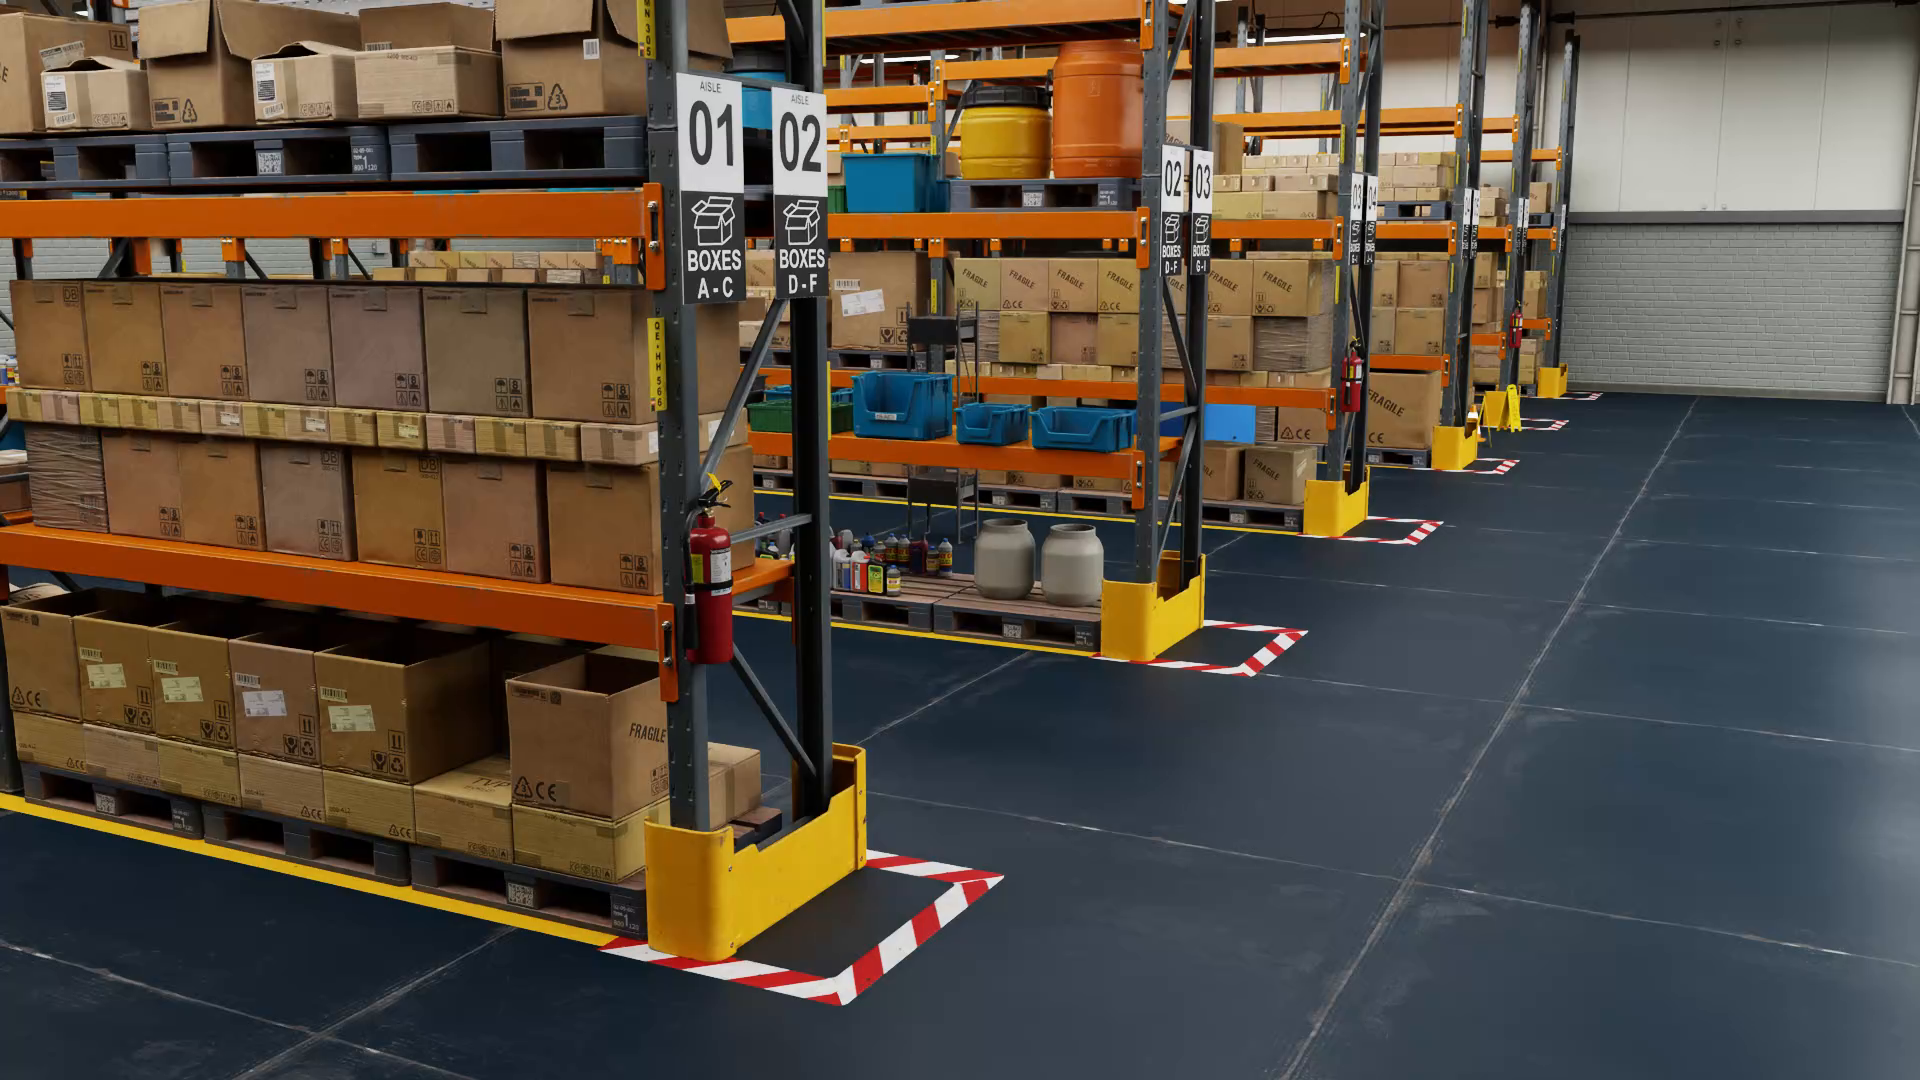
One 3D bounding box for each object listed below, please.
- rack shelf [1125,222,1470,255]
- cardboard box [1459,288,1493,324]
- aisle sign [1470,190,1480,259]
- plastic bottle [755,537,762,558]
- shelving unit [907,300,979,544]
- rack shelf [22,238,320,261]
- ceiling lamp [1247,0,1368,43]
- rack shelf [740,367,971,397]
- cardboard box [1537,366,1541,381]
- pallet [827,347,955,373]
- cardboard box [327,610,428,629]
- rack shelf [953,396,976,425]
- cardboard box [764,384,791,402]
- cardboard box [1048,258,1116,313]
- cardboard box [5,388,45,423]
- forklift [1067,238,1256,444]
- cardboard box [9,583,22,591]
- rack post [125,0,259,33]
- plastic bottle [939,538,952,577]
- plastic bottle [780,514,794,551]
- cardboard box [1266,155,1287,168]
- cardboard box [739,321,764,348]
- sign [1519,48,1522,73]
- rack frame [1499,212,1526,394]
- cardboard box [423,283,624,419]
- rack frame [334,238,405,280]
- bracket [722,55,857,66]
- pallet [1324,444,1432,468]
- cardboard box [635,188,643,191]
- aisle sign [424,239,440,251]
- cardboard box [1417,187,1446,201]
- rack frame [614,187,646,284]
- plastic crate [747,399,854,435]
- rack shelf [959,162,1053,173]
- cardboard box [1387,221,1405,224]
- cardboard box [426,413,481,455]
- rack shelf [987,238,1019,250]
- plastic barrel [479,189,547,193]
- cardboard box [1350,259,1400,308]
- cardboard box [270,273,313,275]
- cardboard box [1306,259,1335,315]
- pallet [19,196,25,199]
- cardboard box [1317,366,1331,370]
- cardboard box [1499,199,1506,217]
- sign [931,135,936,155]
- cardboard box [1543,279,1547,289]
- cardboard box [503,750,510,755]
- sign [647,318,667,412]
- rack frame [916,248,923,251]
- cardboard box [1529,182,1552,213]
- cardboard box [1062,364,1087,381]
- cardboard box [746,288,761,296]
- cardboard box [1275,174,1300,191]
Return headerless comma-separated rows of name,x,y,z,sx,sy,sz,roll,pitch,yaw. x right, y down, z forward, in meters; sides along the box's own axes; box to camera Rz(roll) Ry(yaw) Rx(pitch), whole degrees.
rack shelf,4.066,-3.664,20.203,4.000,0.370,1.077,5,11,26
cardboard box,7.350,-3.377,23.905,0.500,0.500,0.500,5,11,25
aisle sign,6.055,-3.706,19.538,0.004,0.787,0.394,5,11,26
plastic bottle,-1.495,0.107,11.970,0.185,0.351,0.144,4,11,23
shelving unit,-0.148,-1.046,14.669,0.503,2.100,0.431,5,11,26
rack shelf,-7.586,-2.719,14.983,4.000,0.370,1.077,5,11,26
ceiling lamp,5.716,-9.754,27.017,2.000,3.185,0.800,5,11,26
rack shelf,-1.807,-1.719,17.879,4.000,0.370,1.077,5,11,26
cardboard box,9.798,-2.899,28.923,0.500,0.250,0.500,5,11,26
pallet,-0.634,-1.904,17.422,1.213,0.211,1.003,5,11,26
cardboard box,-2.539,0.563,7.688,0.500,0.500,0.500,5,11,26
rack shelf,-0.148,-1.033,14.672,0.480,0.518,0.431,5,11,26
cardboard box,-2.485,-2.043,23.489,0.500,0.500,0.500,6,12,28
cardboard box,1.175,-2.448,15.965,0.500,0.500,0.500,5,11,26
cardboard box,-4.245,-0.650,7.849,0.250,0.149,0.380,5,11,26
forklift,1.894,-2.250,18.984,1.130,2.935,3.031,-10,14,-44
cardboard box,-5.572,0.384,9.208,0.500,0.311,0.500,5,11,24
rack post,-6.460,-4.405,14.067,0.937,0.300,0.954,5,11,26
plastic bottle,-0.106,0.124,12.100,0.097,0.271,0.097,0,10,0
plastic bottle,-1.328,-0.017,12.661,0.185,0.351,0.144,4,11,23
cardboard box,3.812,-4.497,19.794,0.250,0.149,0.380,5,11,26
cardboard box,-2.199,-2.195,17.729,0.500,0.250,0.500,5,11,24
sign,7.695,-6.585,22.835,0.005,0.325,0.100,5,11,26
rack frame,7.959,-3.183,23.948,0.127,3.000,1.000,5,11,26
cardboard box,-1.747,-0.789,6.800,0.500,0.500,0.700,5,11,24
rack frame,-7.188,-2.546,20.427,0.127,3.000,1.000,5,11,26
bracket,-3.675,-10.023,34.787,4.783,0.066,0.076,5,11,26
pallet,5.107,-1.063,20.063,1.213,0.211,1.003,5,11,26
cardboard box,-3.293,-3.924,17.934,0.500,0.500,0.500,5,11,26
aisle sign,-8.422,-4.978,26.567,0.004,0.787,0.394,5,11,26
cardboard box,5.411,-3.965,19.090,0.250,0.149,0.380,5,11,26
rack frame,-2.205,-1.124,12.573,0.127,3.000,1.000,5,11,26
plastic crate,-1.112,-0.868,11.752,0.662,0.188,0.450,5,11,26
rack shelf,1.184,-7.165,32.249,4.000,0.370,1.077,5,11,26
cardboard box,6.379,-4.624,24.194,0.250,0.149,0.380,5,11,24
cardboard box,-1.929,-0.447,6.729,0.250,0.149,0.380,5,11,27
rack shelf,-1.009,-5.093,28.098,4.000,0.370,1.077,5,11,26
plastic barrel,-3.343,-2.904,12.576,0.600,0.901,0.600,0,10,0
cardboard box,5.009,-3.054,19.780,0.550,0.550,0.875,5,11,26
cardboard box,-8.411,-3.146,21.225,0.500,0.500,0.500,5,11,24
cardboard box,3.201,-2.375,15.558,0.500,0.500,0.500,5,11,26
pallet,-8.633,-3.092,15.551,1.003,0.211,1.213,5,11,26
cardboard box,3.424,-1.537,15.559,0.250,0.149,0.380,5,11,26
cardboard box,7.626,-4.814,24.121,0.500,0.250,0.500,5,11,25
sign,-0.256,-3.751,16.105,0.005,0.325,0.100,5,11,26
cardboard box,9.962,-4.412,28.639,0.250,0.149,0.380,5,11,24
cardboard box,-1.645,1.011,7.314,0.500,0.250,0.500,5,11,26
sign,-1.065,-0.619,5.865,0.005,0.325,0.100,5,11,26
rack frame,-0.610,-4.921,33.554,0.127,3.000,1.000,5,11,26
cardboard box,9.647,-5.753,27.985,0.500,0.500,0.500,5,12,28
cardboard box,1.178,-1.632,16.085,0.250,0.149,0.380,5,11,26
cardboard box,-2.871,-3.437,23.208,0.250,0.149,0.380,5,11,26
cardboard box,3.005,-3.210,14.976,0.250,0.149,0.380,5,11,24
